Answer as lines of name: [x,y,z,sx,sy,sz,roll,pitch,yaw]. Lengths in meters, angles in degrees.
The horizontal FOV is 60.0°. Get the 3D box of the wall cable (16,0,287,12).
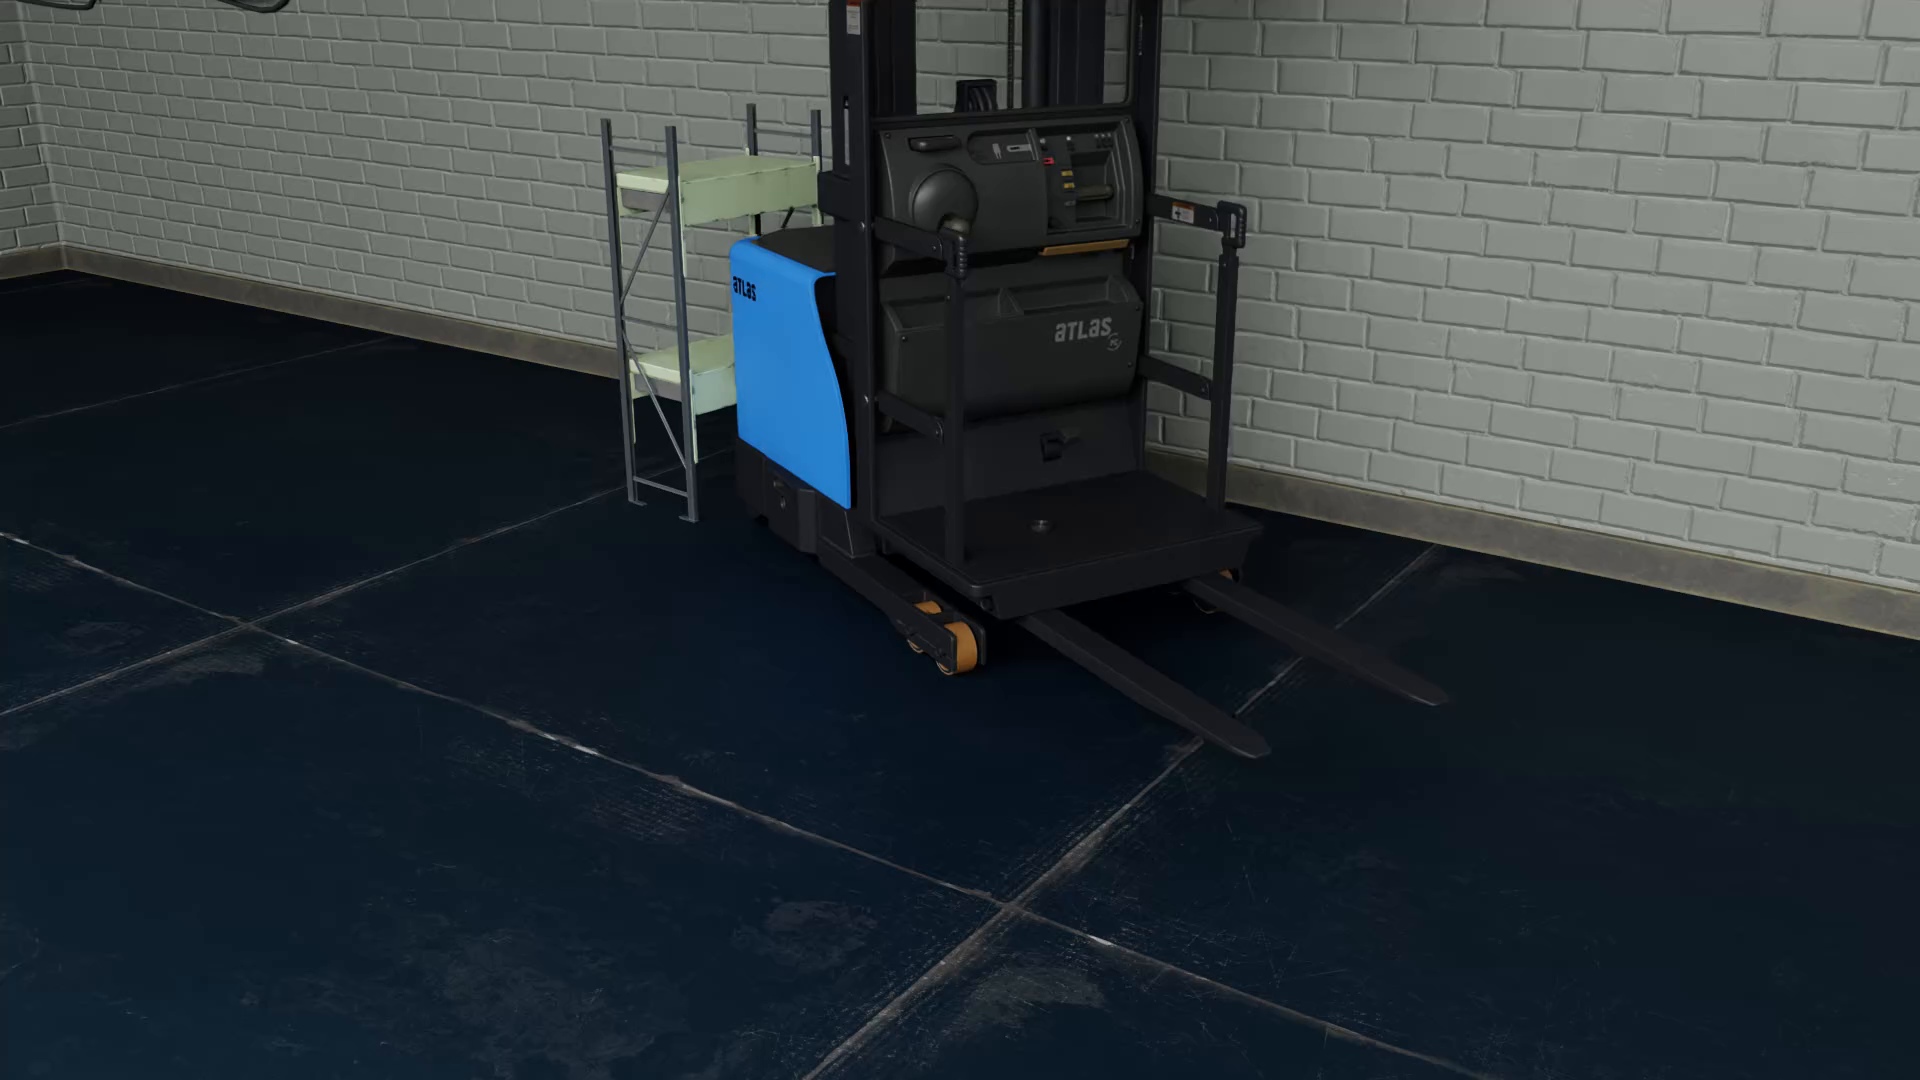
wall cable: [-4.840,-4.302,9.401,3.097,2.526,0.112,13,24,32]

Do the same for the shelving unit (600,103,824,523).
shelving unit: [-0.937,-0.913,6.571,0.431,1.500,0.755,16,26,37]

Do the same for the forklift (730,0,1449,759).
forklift: [0.283,-1.136,5.113,1.130,2.935,3.031,-11,23,-27]

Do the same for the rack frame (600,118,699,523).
rack frame: [-1.174,-0.816,6.309,0.400,1.500,0.023,16,26,37]

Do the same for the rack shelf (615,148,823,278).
rack shelf: [-0.937,-1.279,6.436,0.431,0.370,0.720,16,26,37]

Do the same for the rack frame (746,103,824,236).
rack frame: [-0.701,-1.010,6.834,0.400,1.500,0.023,16,26,37]

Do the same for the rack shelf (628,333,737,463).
rack shelf: [-0.937,-0.607,6.685,0.431,0.370,0.720,16,26,37]
